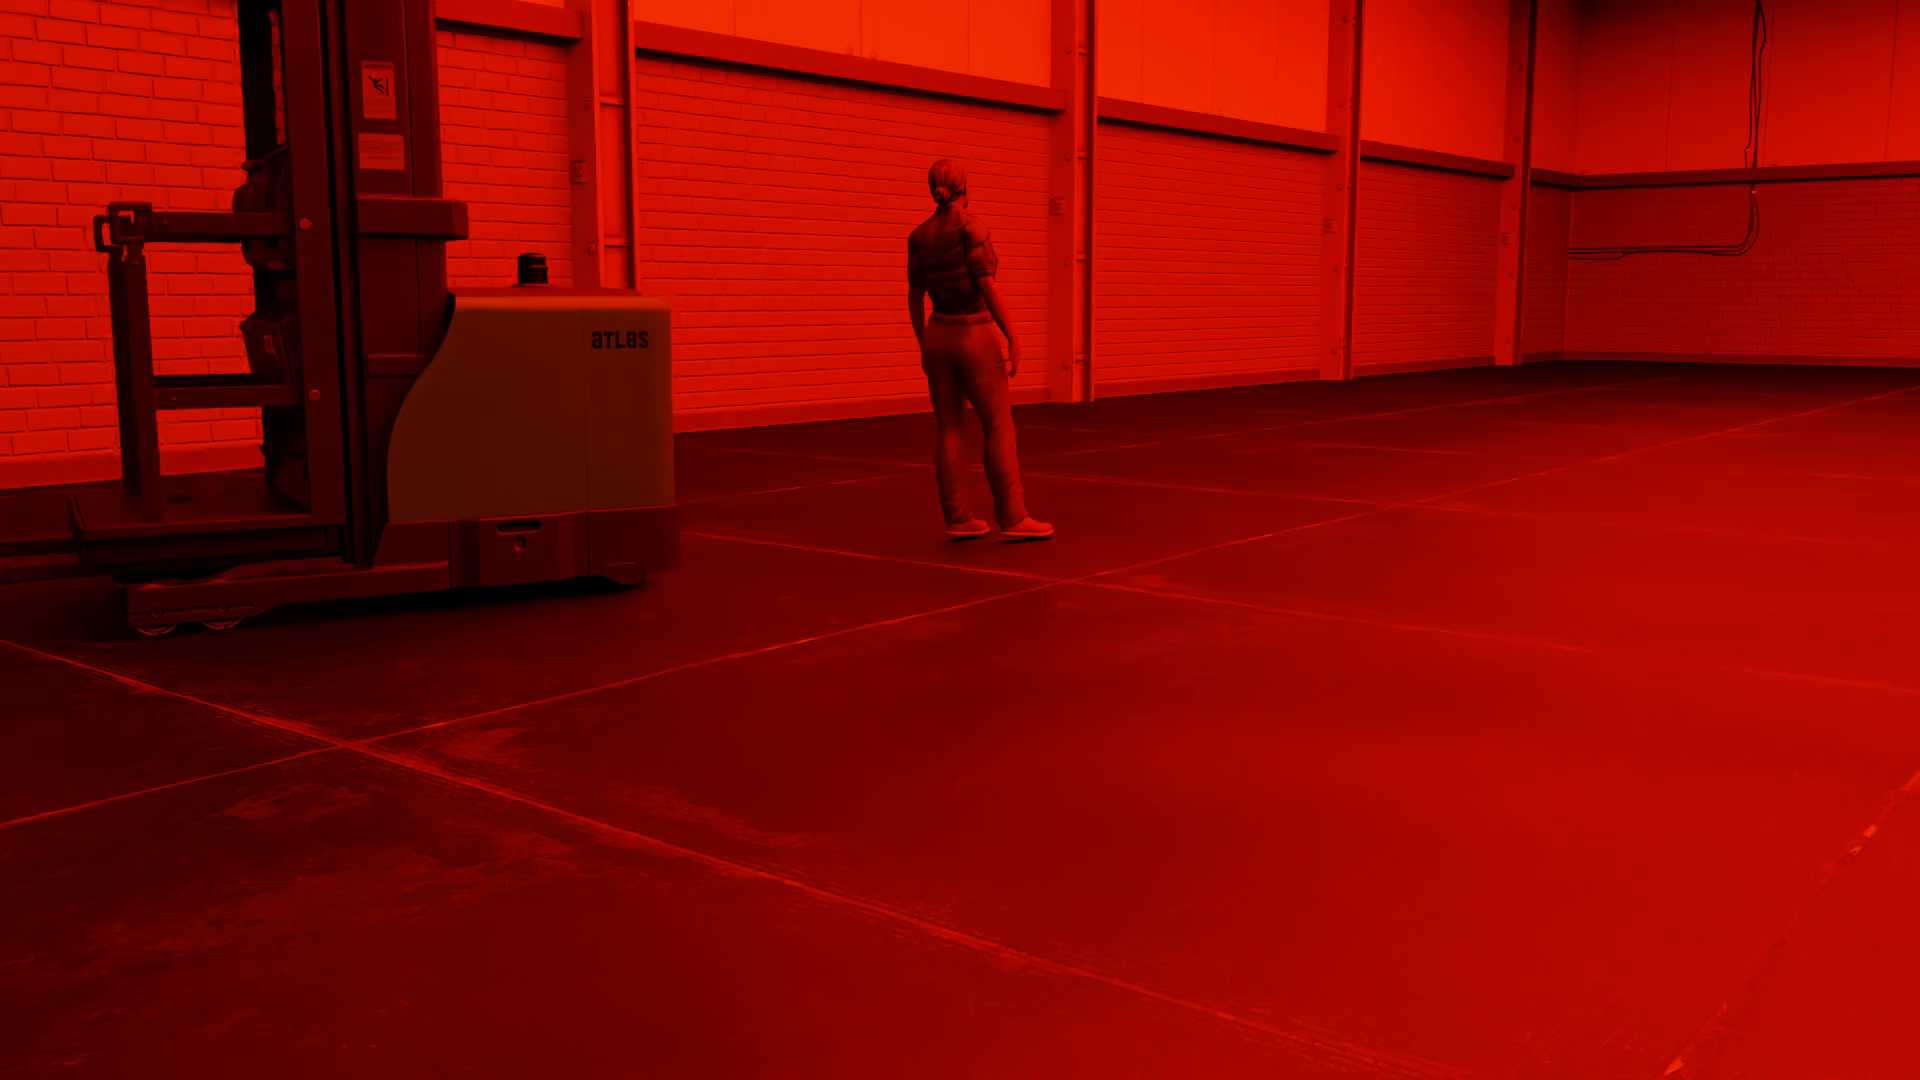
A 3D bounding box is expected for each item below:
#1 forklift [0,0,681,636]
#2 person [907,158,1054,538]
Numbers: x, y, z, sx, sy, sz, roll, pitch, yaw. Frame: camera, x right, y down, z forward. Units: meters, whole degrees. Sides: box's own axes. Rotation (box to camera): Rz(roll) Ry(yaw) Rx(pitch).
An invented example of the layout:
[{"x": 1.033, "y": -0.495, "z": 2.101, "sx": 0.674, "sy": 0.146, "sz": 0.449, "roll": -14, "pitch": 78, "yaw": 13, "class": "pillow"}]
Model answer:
[{"x": -2.585, "y": -1.231, "z": 5.695, "sx": 3.031, "sy": 2.935, "sz": 1.130, "roll": -5, "pitch": 10, "yaw": -29, "class": "forklift"}, {"x": 0.071, "y": -0.834, "z": 7.339, "sx": 0.569, "sy": 1.656, "sz": 0.503, "roll": 7, "pitch": 11, "yaw": 38, "class": "person"}]
